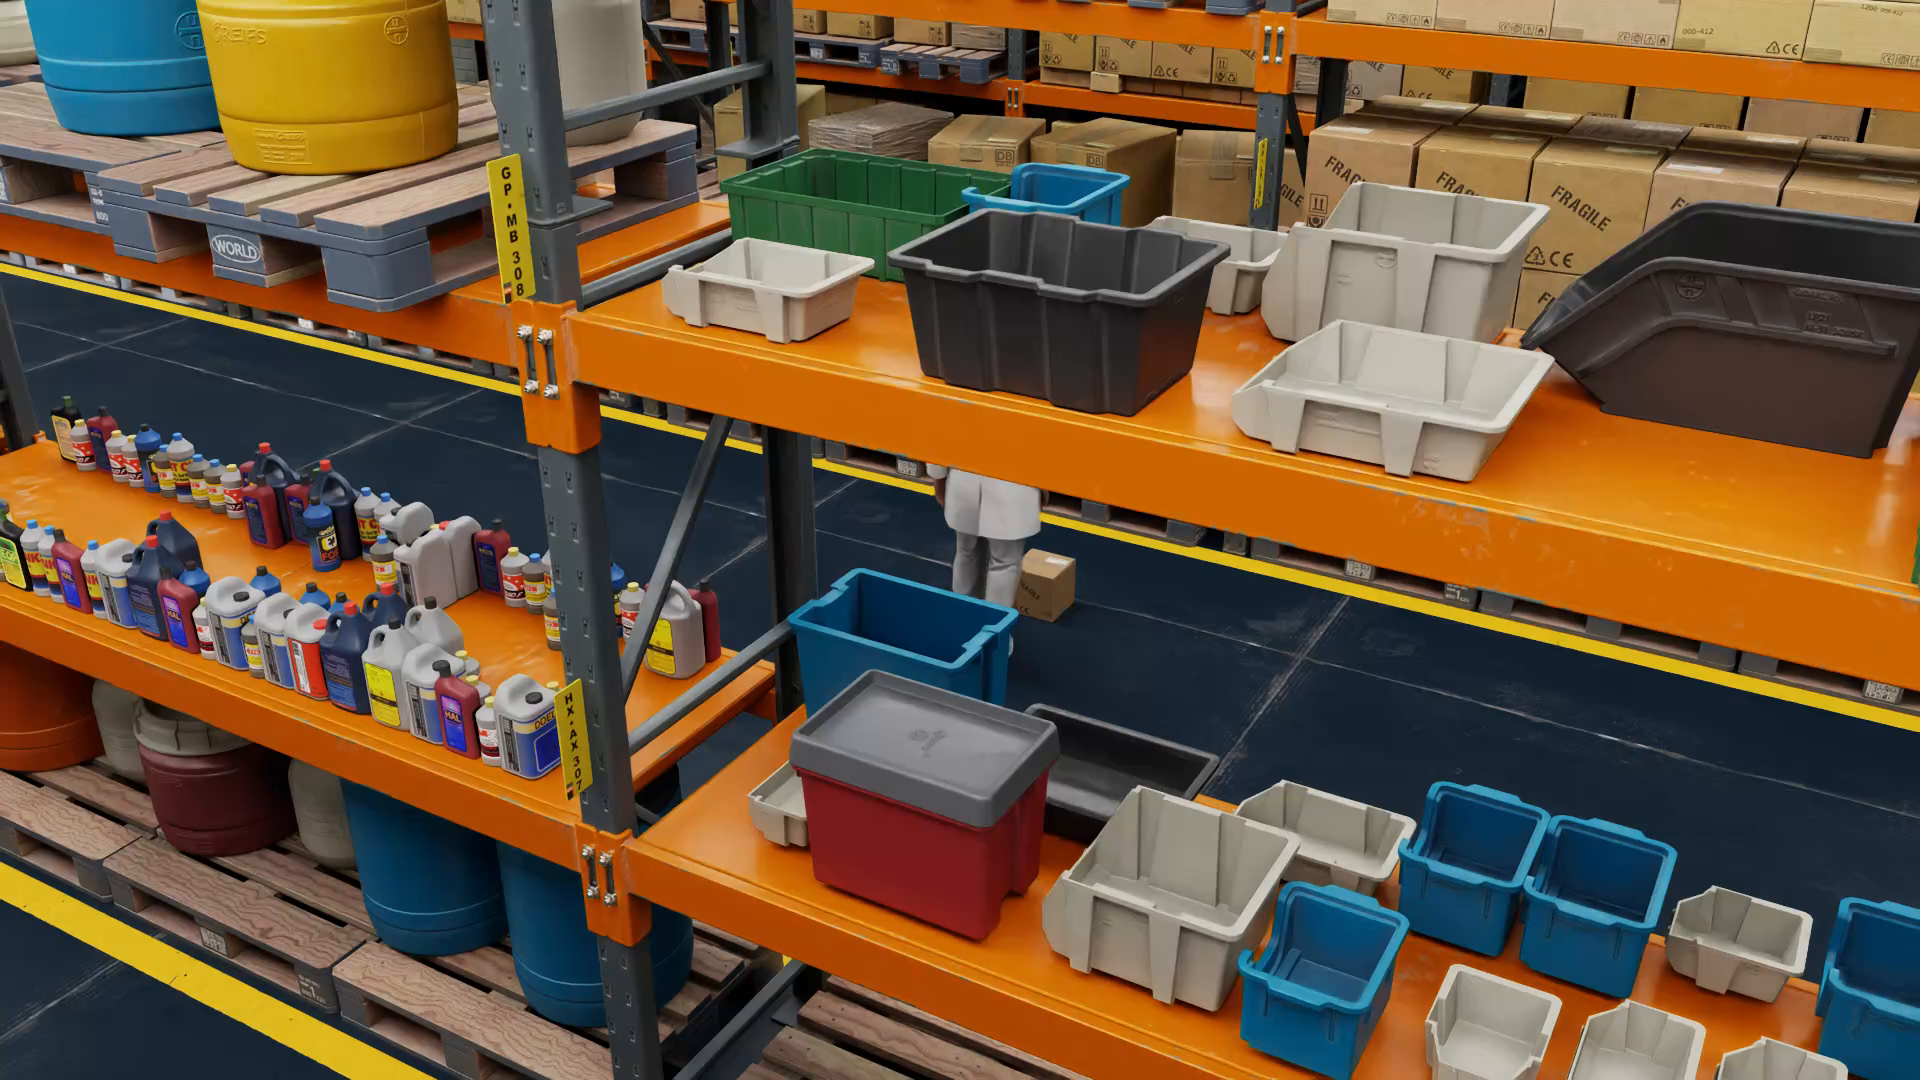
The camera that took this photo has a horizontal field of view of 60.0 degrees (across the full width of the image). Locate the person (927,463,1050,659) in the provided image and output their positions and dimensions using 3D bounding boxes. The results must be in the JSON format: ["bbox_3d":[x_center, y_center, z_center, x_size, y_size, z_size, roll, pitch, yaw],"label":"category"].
[{"bbox_3d":[0.138,-0.269,7.664,0.596,1.794,0.570,11,28,20],"label":"person"}]
